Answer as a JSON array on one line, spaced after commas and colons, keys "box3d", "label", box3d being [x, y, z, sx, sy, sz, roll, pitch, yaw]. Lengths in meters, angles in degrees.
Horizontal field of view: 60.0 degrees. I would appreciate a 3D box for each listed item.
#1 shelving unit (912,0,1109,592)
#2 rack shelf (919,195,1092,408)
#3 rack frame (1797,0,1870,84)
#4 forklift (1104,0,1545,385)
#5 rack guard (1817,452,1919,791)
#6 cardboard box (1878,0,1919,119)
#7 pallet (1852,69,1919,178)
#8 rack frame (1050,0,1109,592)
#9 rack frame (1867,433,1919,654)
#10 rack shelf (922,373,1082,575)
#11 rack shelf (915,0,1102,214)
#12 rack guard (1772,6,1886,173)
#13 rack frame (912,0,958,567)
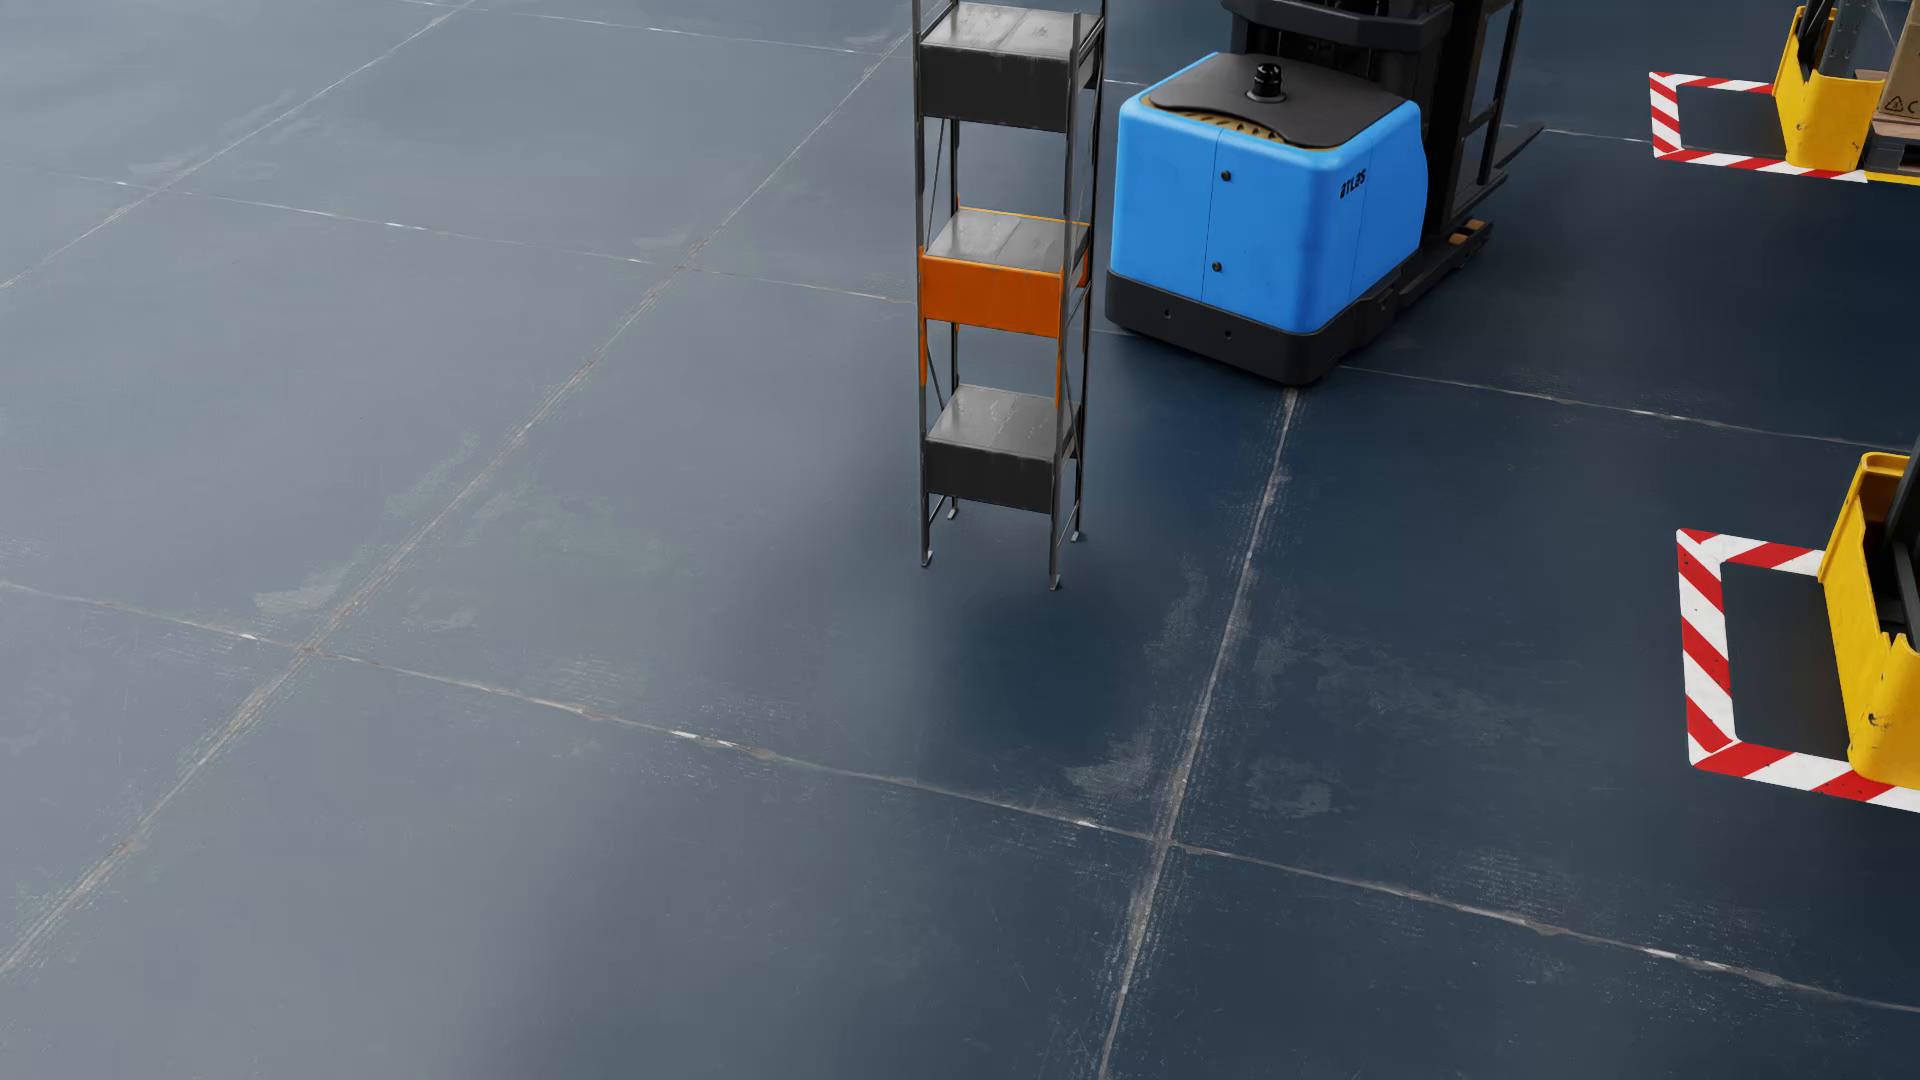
[{"box3d": [0.158, -0.816, 5.588, 0.503, 2.100, 0.431, 10, 38, 14], "label": "shelving unit"}, {"box3d": [0.158, -0.805, 5.596, 0.480, 0.518, 0.431, 10, 38, 14], "label": "rack shelf"}, {"box3d": [4.746, -3.546, 8.538, 0.127, 3.000, 1.000, 10, 38, 14], "label": "rack frame"}, {"box3d": [1.949, -2.652, 7.380, 1.130, 2.935, 3.031, 25, 43, 29], "label": "forklift"}, {"box3d": [3.148, 0.245, 5.496, 0.348, 0.500, 1.175, 10, 38, 14], "label": "rack guard"}, {"box3d": [5.337, -2.589, 8.991, 0.500, 0.500, 0.500, 18, 40, 22], "label": "cardboard box"}, {"box3d": [5.583, -2.246, 9.124, 1.213, 0.211, 1.003, 10, 38, 14], "label": "pallet"}, {"box3d": [0.391, -0.773, 5.529, 0.015, 2.100, 0.400, 10, 38, 14], "label": "rack frame"}, {"box3d": [3.170, -0.758, 4.749, 0.127, 3.000, 1.000, 10, 38, 14], "label": "rack frame"}, {"box3d": [0.158, -0.242, 6.011, 0.480, 0.518, 0.431, 10, 38, 14], "label": "rack shelf"}, {"box3d": [0.158, -1.369, 5.181, 0.480, 0.518, 0.431, 10, 38, 14], "label": "rack shelf"}, {"box3d": [4.818, -2.526, 9.260, 0.348, 0.500, 1.175, 10, 38, 14], "label": "rack guard"}, {"box3d": [-0.075, -0.860, 5.646, 0.015, 2.100, 0.400, 10, 38, 14], "label": "rack frame"}]
